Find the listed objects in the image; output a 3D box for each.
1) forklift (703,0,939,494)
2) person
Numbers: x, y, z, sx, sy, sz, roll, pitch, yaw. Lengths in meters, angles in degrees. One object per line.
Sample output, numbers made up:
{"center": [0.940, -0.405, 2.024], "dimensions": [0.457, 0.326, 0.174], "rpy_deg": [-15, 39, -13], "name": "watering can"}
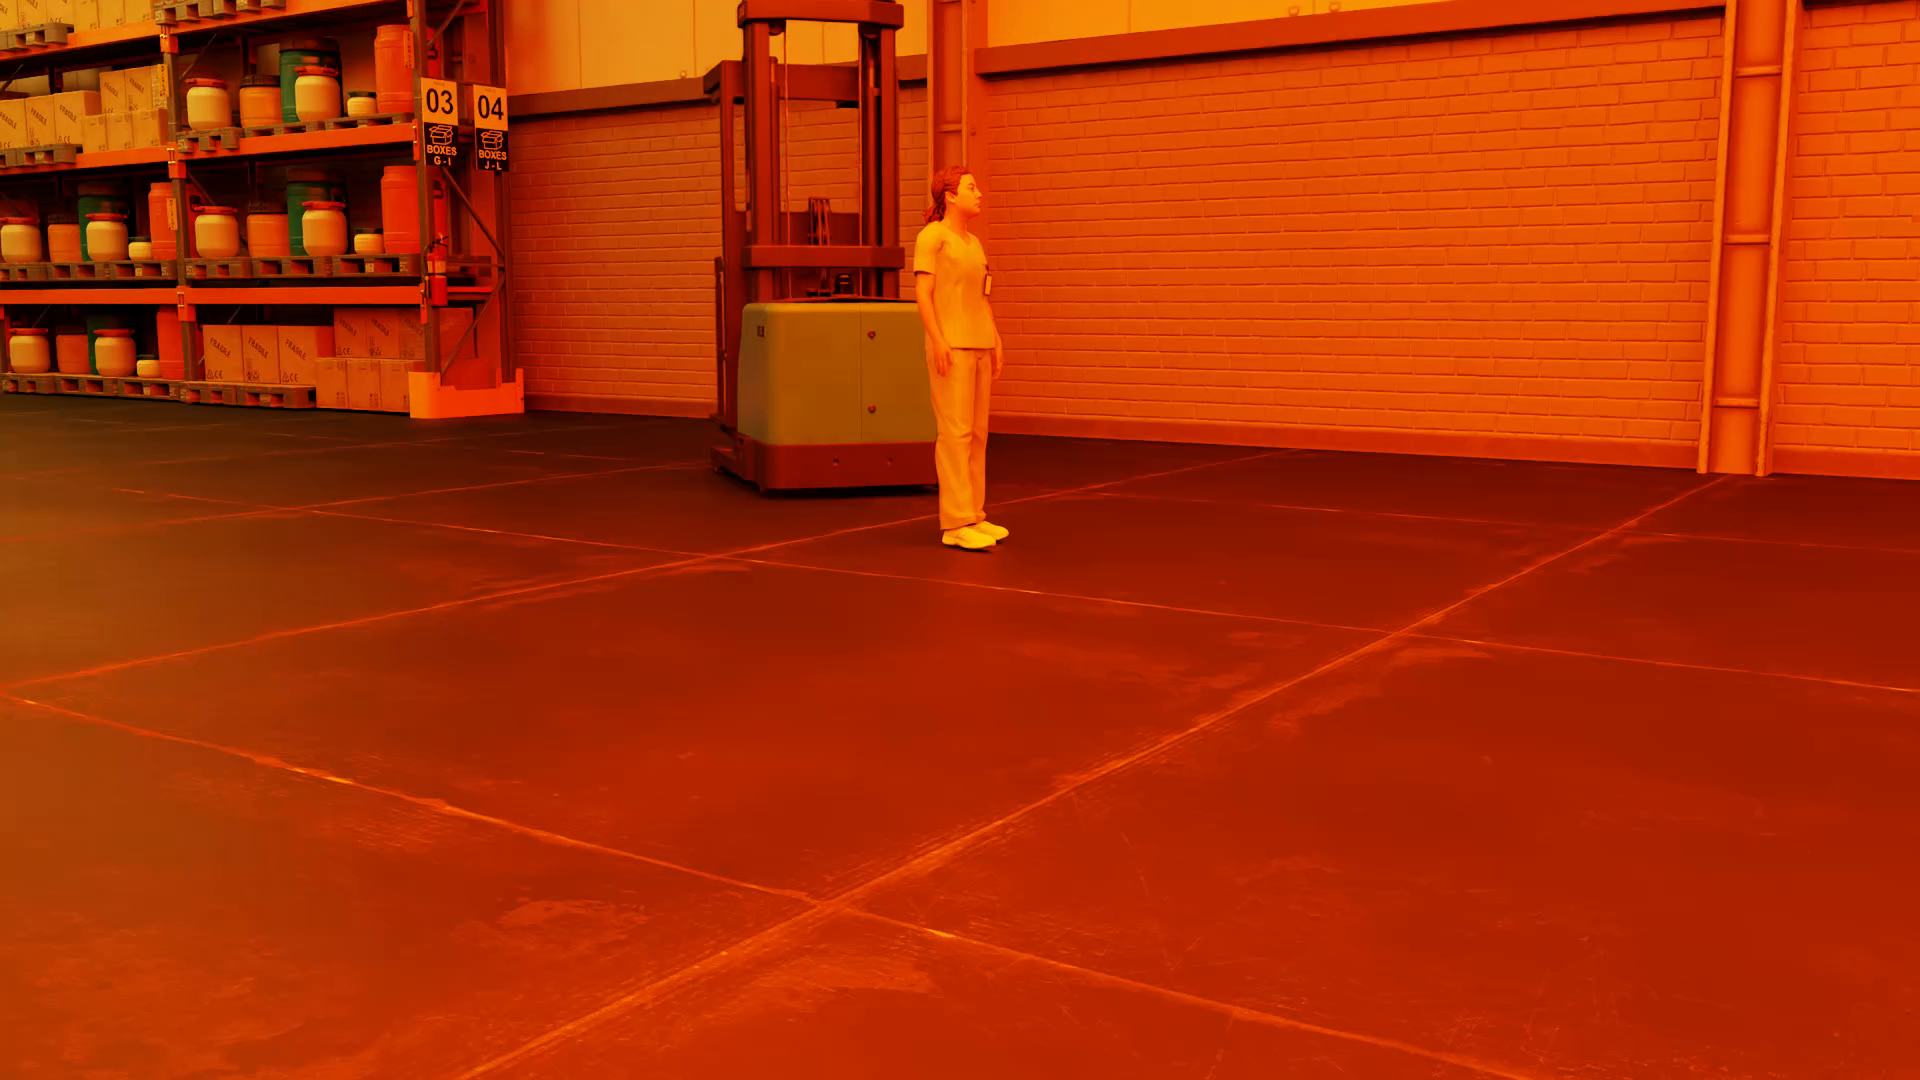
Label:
{"center": [-0.980, -1.878, 10.398], "dimensions": [1.130, 2.935, 3.031], "rpy_deg": [-2, 8, -17], "name": "forklift"}
{"center": [0.054, -0.829, 7.433], "dimensions": [0.549, 1.674, 0.550], "rpy_deg": [5, 10, 34], "name": "person"}
